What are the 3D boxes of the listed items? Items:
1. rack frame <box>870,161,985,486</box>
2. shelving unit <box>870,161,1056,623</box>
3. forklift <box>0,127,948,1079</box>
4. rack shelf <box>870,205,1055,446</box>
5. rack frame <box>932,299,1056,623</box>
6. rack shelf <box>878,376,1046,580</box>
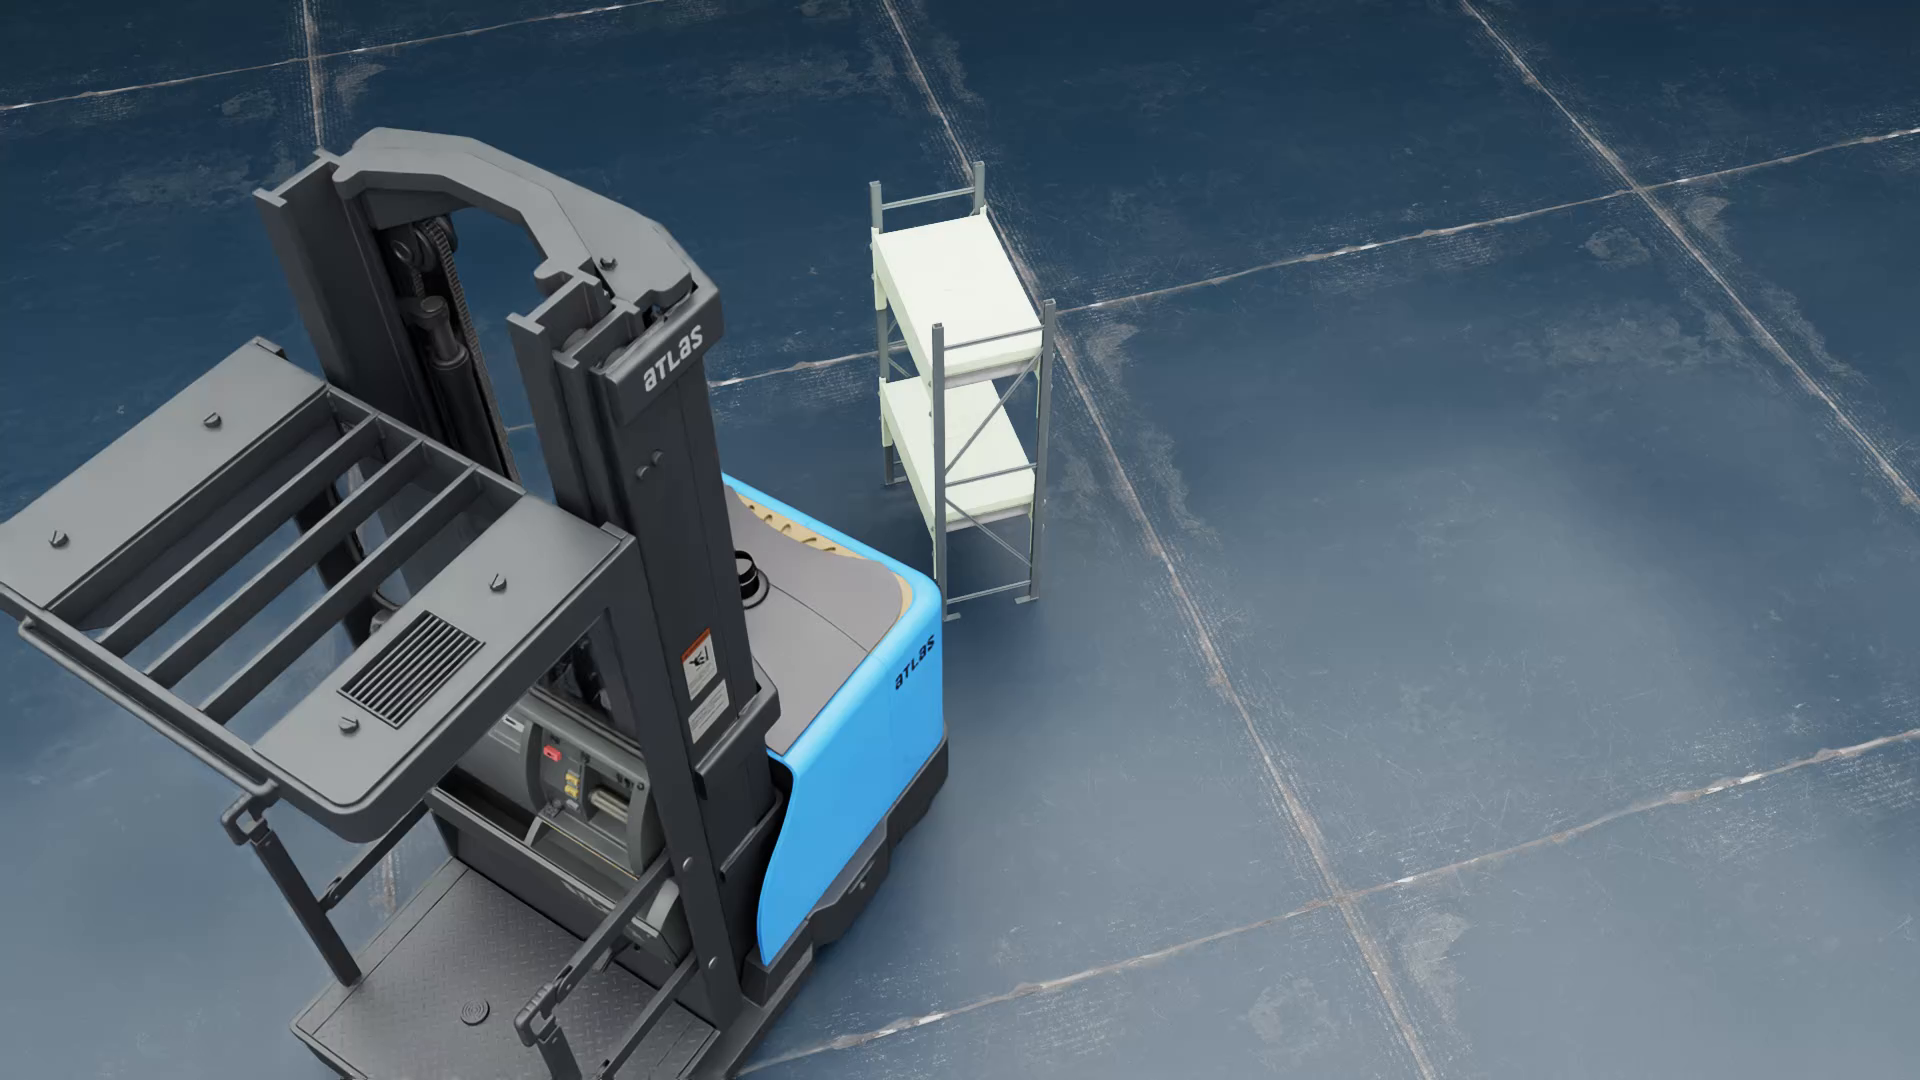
[{"bbox_3d":[-0.110,-0.756,6.196,0.400,1.500,0.023,-13,51,-11],"label":"rack frame"},{"bbox_3d":[-0.002,-0.488,5.970,0.431,1.500,0.755,-13,51,-11],"label":"shelving unit"},{"bbox_3d":[-1.262,0.629,4.093,1.130,2.935,3.031,26,55,20],"label":"forklift"},{"bbox_3d":[-0.002,-0.740,5.672,0.431,0.370,0.720,-13,51,-11],"label":"rack shelf"},{"bbox_3d":[0.106,-0.221,5.745,0.400,1.500,0.023,-13,51,-11],"label":"rack frame"},{"bbox_3d":[-0.002,-0.278,6.220,0.431,0.370,0.720,-13,51,-11],"label":"rack shelf"}]
